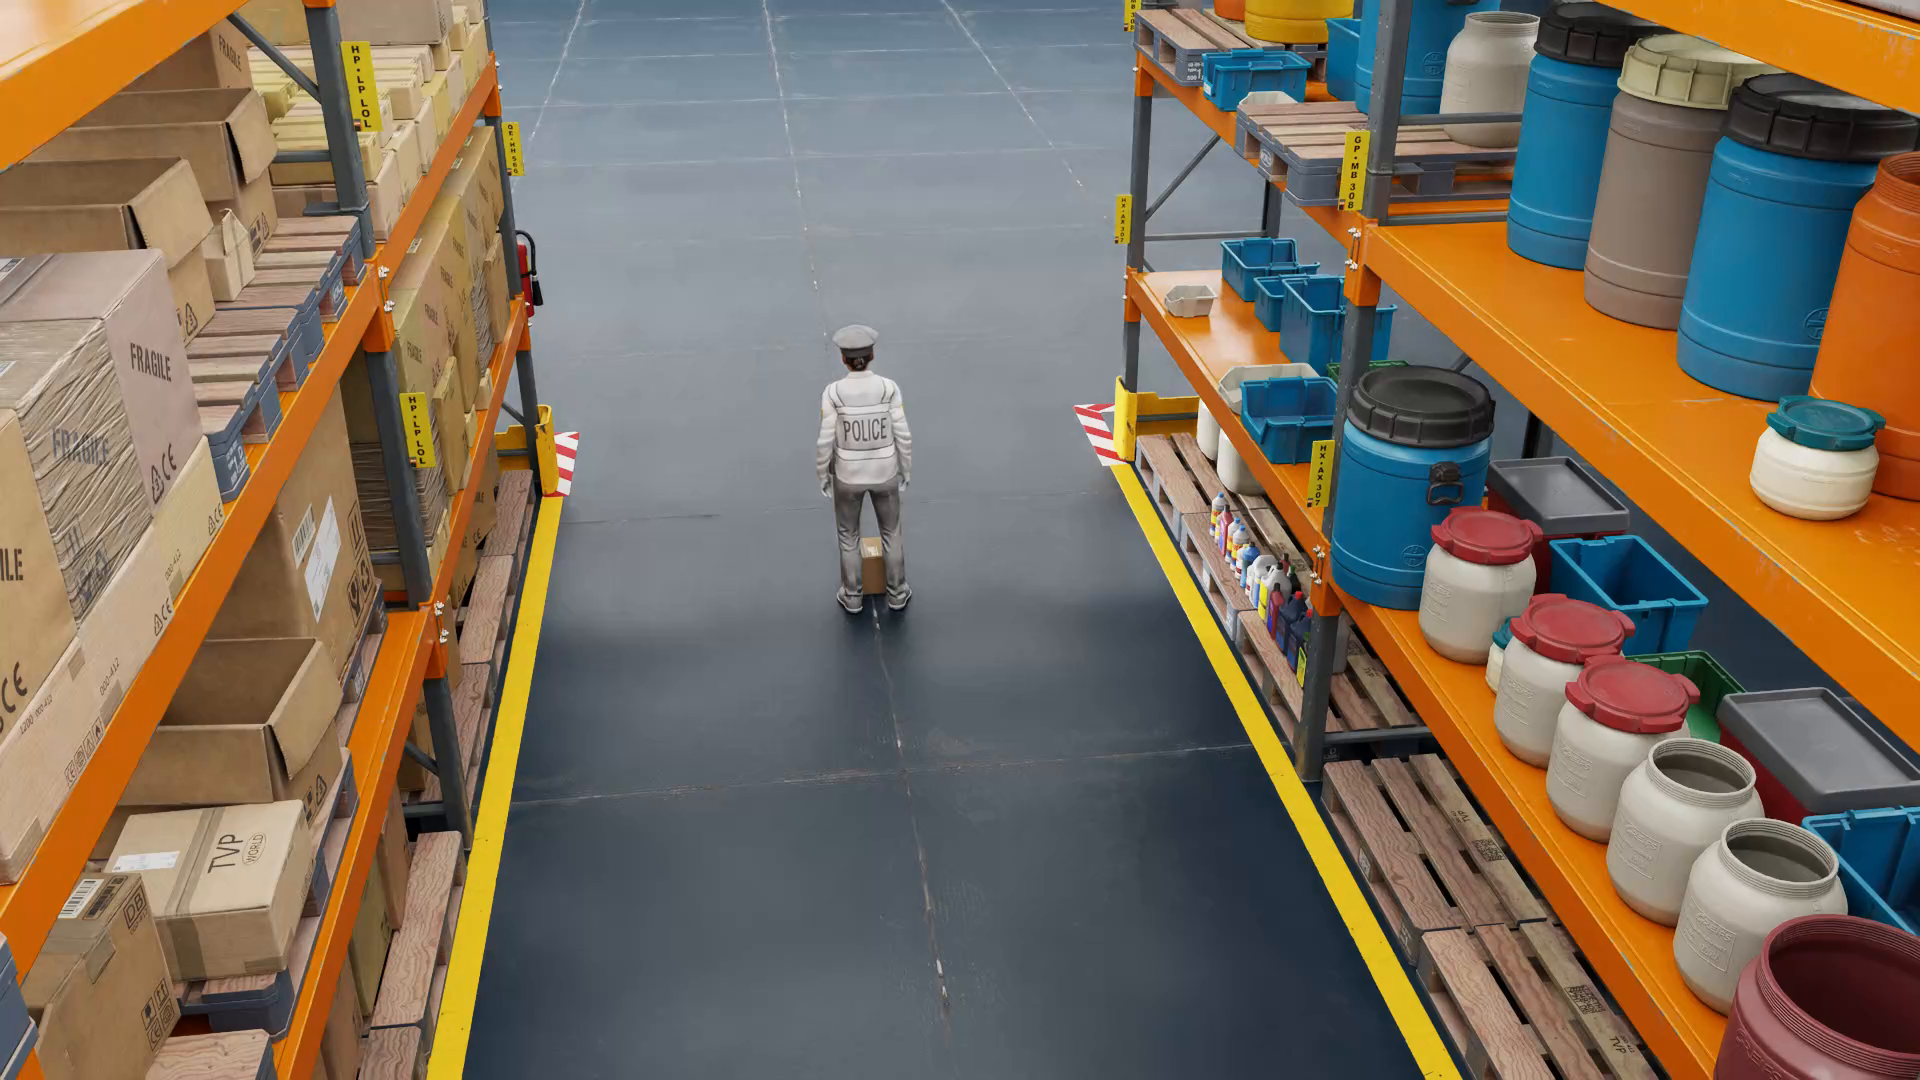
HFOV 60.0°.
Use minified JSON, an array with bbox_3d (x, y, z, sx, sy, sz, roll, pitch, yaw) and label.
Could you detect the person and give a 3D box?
[{"bbox_3d":[-0.534,-0.365,9.322,0.535,1.663,0.379,-4,28,-8],"label":"person"}]
